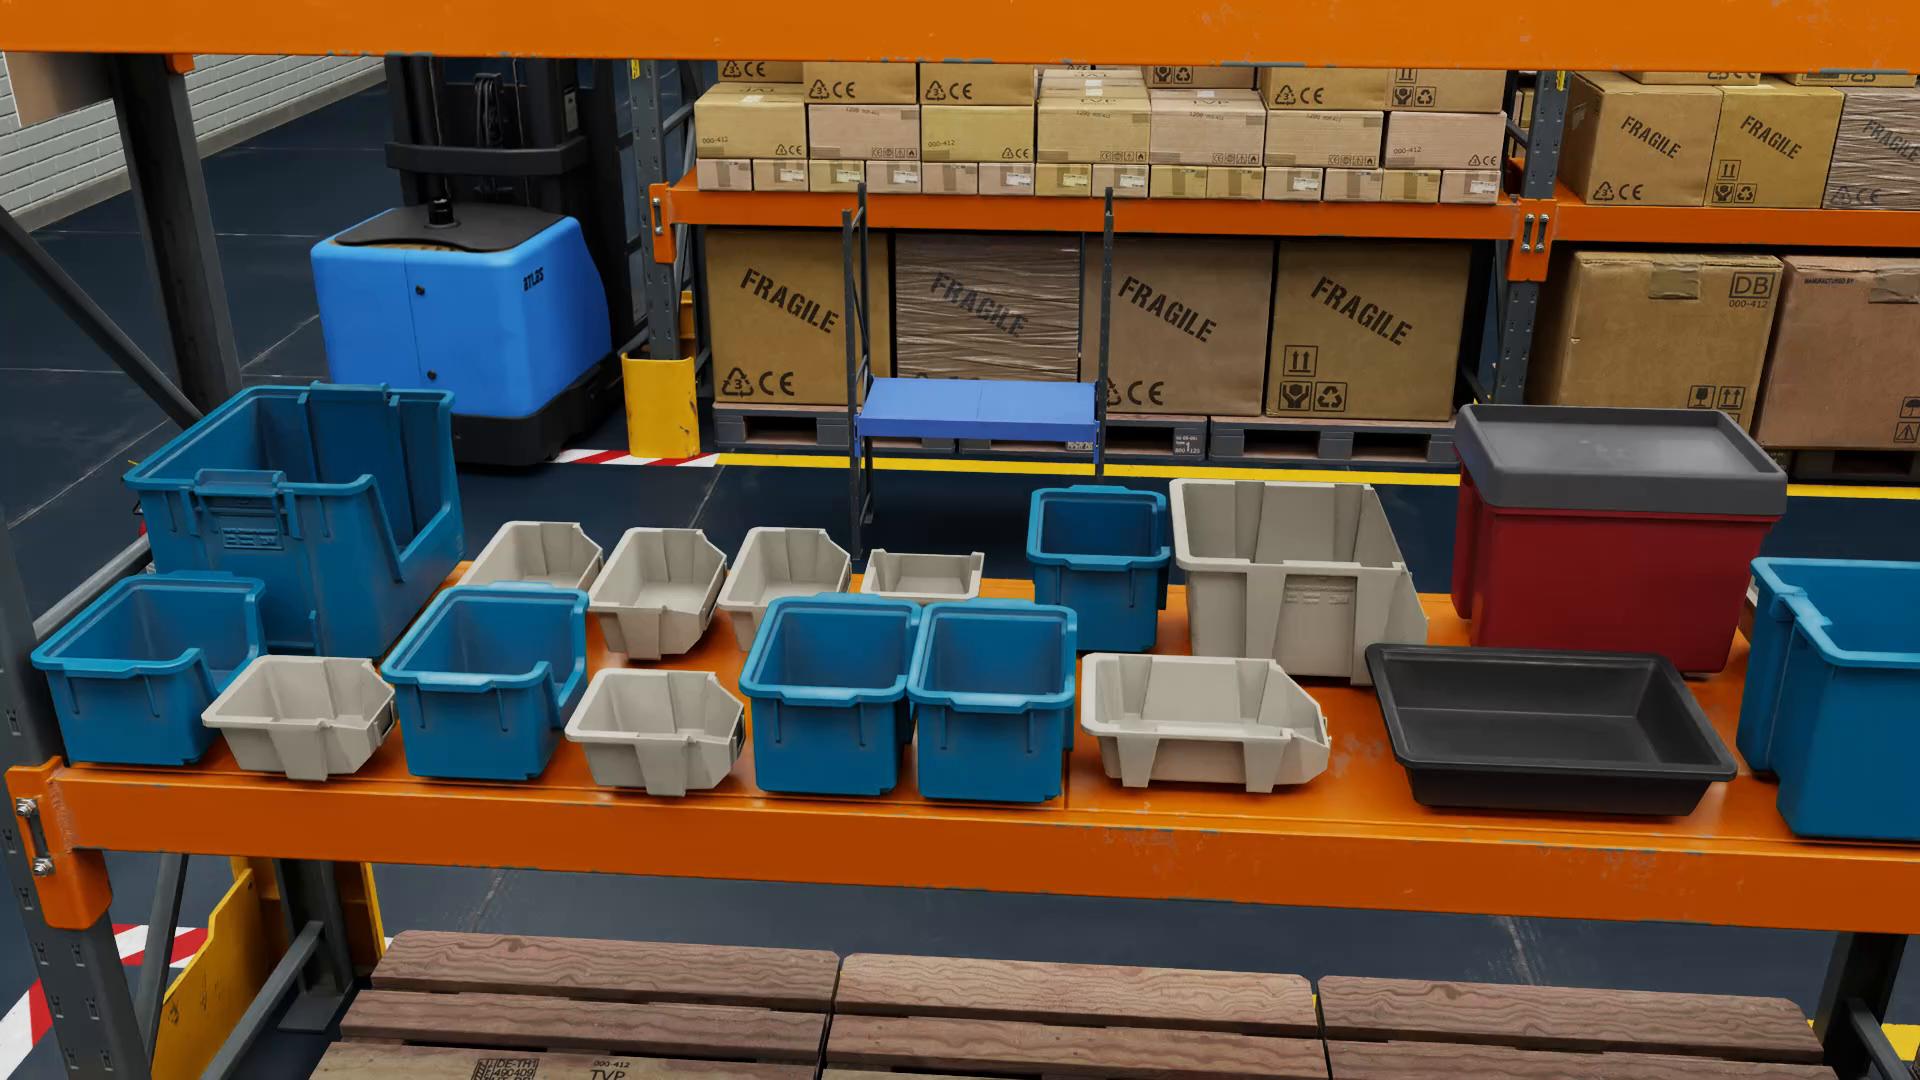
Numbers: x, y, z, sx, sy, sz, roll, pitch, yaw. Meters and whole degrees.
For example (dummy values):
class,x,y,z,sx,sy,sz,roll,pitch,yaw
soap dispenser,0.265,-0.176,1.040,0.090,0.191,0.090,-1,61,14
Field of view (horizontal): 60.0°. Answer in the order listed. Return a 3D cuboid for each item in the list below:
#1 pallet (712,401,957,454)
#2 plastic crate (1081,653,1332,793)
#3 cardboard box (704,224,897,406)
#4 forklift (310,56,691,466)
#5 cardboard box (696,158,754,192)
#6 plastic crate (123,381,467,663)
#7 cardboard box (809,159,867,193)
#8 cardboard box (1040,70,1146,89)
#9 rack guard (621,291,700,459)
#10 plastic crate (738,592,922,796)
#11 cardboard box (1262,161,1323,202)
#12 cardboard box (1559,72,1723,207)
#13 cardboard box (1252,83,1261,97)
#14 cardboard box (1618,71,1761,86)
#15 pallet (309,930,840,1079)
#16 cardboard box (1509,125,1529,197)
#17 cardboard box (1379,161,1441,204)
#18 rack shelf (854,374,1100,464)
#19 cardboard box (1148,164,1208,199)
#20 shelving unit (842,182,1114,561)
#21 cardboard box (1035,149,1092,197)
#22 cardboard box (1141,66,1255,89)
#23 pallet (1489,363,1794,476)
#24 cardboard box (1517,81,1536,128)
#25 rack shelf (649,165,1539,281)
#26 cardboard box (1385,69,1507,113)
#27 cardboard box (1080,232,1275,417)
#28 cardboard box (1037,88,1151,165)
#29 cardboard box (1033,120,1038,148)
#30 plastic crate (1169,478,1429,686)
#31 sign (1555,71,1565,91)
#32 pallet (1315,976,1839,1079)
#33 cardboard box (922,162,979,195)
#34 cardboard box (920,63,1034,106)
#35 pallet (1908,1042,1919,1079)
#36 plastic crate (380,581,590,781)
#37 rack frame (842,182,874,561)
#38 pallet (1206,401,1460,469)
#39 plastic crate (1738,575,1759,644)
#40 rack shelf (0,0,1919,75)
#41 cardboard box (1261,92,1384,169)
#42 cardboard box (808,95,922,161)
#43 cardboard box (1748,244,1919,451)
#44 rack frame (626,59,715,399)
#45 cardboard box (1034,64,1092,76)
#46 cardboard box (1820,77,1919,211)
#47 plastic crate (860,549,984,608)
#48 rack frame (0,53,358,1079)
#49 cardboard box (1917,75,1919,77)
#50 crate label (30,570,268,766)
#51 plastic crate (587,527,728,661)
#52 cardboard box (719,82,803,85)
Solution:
class,x,y,z,sx,sy,sz,roll,pitch,yaw
pallet,-0.586,-0.744,8.615,1.213,0.211,1.003,2,25,4
plastic crate,0.461,0.351,3.143,0.466,0.136,0.293,2,25,4
cardboard box,-0.745,-1.242,8.401,0.875,0.875,0.875,2,25,4
forklift,-2.229,-2.268,8.673,1.130,2.935,3.031,5,25,10
cardboard box,-1.060,-1.741,7.745,0.250,0.149,0.380,2,25,5
plastic crate,-1.420,-0.050,3.656,0.499,0.435,0.616,2,25,4
cardboard box,-0.549,-1.725,7.711,0.250,0.149,0.380,1,25,3
cardboard box,0.648,-2.118,8.089,0.500,0.250,0.500,2,25,4
rack guard,-1.413,-0.869,8.541,0.348,0.500,1.175,2,25,4
plastic crate,-0.234,0.296,3.146,0.300,0.233,0.416,2,25,4
cardboard box,1.501,-1.660,7.569,0.250,0.149,0.380,2,25,5
cardboard box,3.039,-1.802,7.459,0.500,0.500,0.500,2,25,4
cardboard box,1.656,-2.085,8.017,0.500,0.250,0.500,2,25,4
cardboard box,3.237,-2.360,7.471,0.637,0.503,0.797,1,25,3
pallet,-0.949,1.370,4.021,1.213,0.211,1.003,2,25,4
cardboard box,4.324,-2.845,12.332,0.500,0.500,0.500,3,25,6
cardboard box,2.013,-1.643,7.533,0.250,0.149,0.380,2,25,5
rack shelf,0.085,-0.515,7.006,1.000,0.185,0.538,2,25,4
cardboard box,0.989,-1.676,7.604,0.250,0.149,0.380,1,25,3
shelving unit,0.085,-0.679,6.931,1.048,1.500,0.538,2,25,4
cardboard box,0.474,-1.692,7.640,0.250,0.149,0.380,1,25,3
cardboard box,1.132,-2.439,7.889,0.500,0.500,0.500,1,25,2
pallet,3.375,-0.616,8.336,1.213,0.211,1.003,2,25,4
cardboard box,4.328,-3.186,12.176,0.500,0.250,0.500,3,25,5
rack shelf,0.605,-1.613,8.028,4.000,0.370,1.077,2,25,4
cardboard box,2.121,-2.187,7.341,0.500,0.500,0.500,3,25,6
cardboard box,1.050,-1.185,8.276,0.875,0.875,0.875,2,25,4
cardboard box,0.609,-1.897,7.608,0.500,0.250,0.500,1,25,3
cardboard box,0.269,-1.975,8.255,0.250,0.149,0.380,2,25,4
plastic crate,0.712,0.089,3.537,0.530,0.282,0.437,2,25,4
sign,2.559,-2.074,7.038,0.005,0.325,0.100,2,25,4
pallet,1.484,1.448,3.851,1.213,0.211,1.003,2,25,4
cardboard box,-0.035,-1.709,7.676,0.250,0.149,0.380,1,25,3
cardboard box,0.085,-2.254,7.486,0.500,0.500,0.500,1,25,3
pallet,2.986,1.497,3.744,1.213,0.211,1.003,2,25,4
plastic crate,-0.891,0.275,3.192,0.300,0.233,0.416,2,25,4
rack frame,-0.422,-0.695,6.966,0.032,1.500,0.500,2,25,4
pallet,1.847,-0.666,8.445,1.213,0.211,1.003,2,25,4
plastic crate,1.767,0.207,3.456,0.243,0.136,0.396,2,25,4
rack shelf,0.226,-0.911,2.915,4.000,0.370,1.077,2,25,4
cardboard box,1.623,-1.863,7.534,0.500,0.250,0.500,3,25,6
cardboard box,-0.412,-1.929,7.678,0.500,0.250,0.500,2,25,3
cardboard box,4.130,-1.061,8.007,0.875,0.875,1.225,1,25,2
rack frame,-1.389,-2.004,8.017,0.127,3.000,1.000,2,25,4
cardboard box,0.949,-5.156,17.429,0.875,0.438,0.875,2,25,5
cardboard box,4.039,-1.770,7.390,0.500,0.500,0.500,1,25,3
plastic crate,-0.077,0.119,3.646,0.250,0.136,0.298,2,25,4
rack frame,-1.768,0.060,3.530,0.127,3.000,1.000,2,25,4
cardboard box,4.541,-2.320,7.384,0.637,0.503,0.797,3,25,6
crate label,-1.547,0.254,3.237,0.303,0.233,0.416,2,25,4
plastic crate,-0.653,0.119,3.647,0.243,0.136,0.396,2,25,4
cardboard box,-0.885,-2.166,8.192,0.500,0.250,0.500,1,25,3
